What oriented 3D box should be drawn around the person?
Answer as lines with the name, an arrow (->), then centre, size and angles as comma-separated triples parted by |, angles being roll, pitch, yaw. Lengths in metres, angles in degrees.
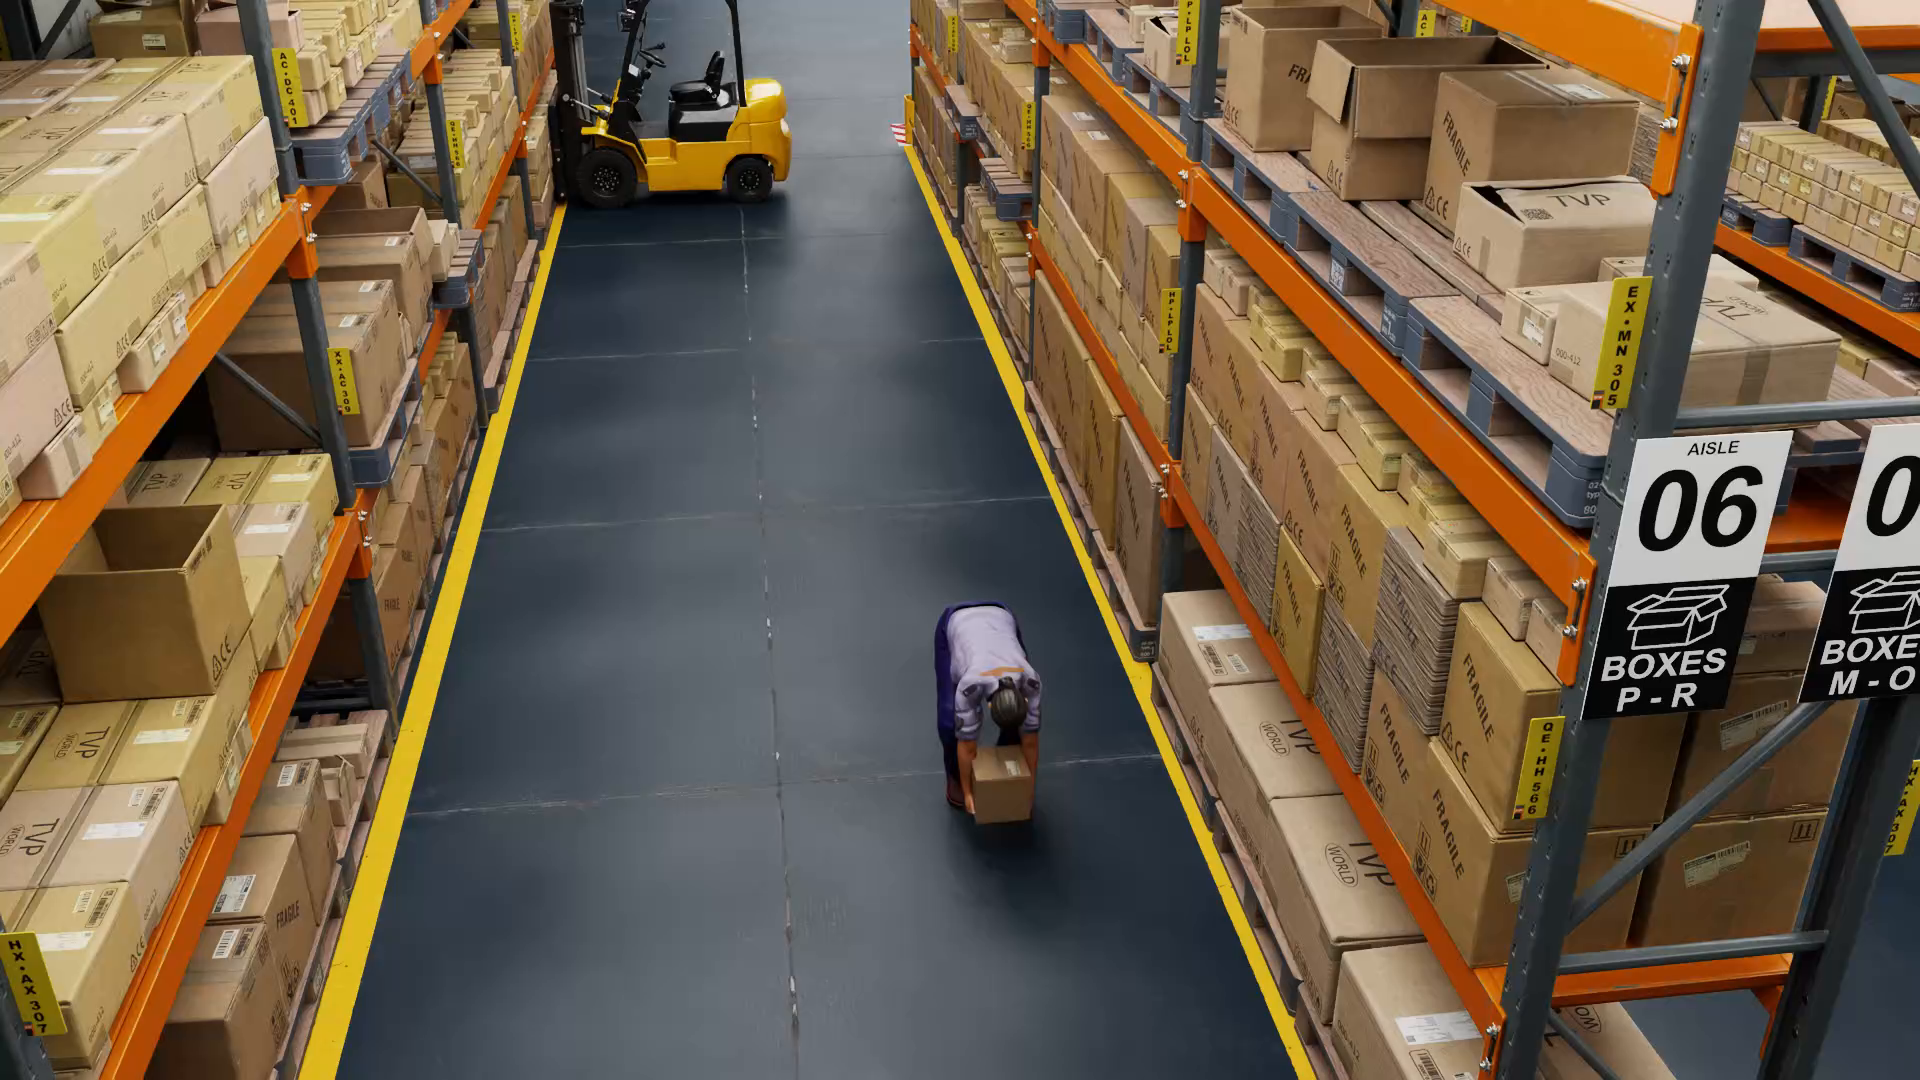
person -> 0.140, 0.845, 7.757 | 0.480, 0.956, 0.907 | -5, 28, -9
